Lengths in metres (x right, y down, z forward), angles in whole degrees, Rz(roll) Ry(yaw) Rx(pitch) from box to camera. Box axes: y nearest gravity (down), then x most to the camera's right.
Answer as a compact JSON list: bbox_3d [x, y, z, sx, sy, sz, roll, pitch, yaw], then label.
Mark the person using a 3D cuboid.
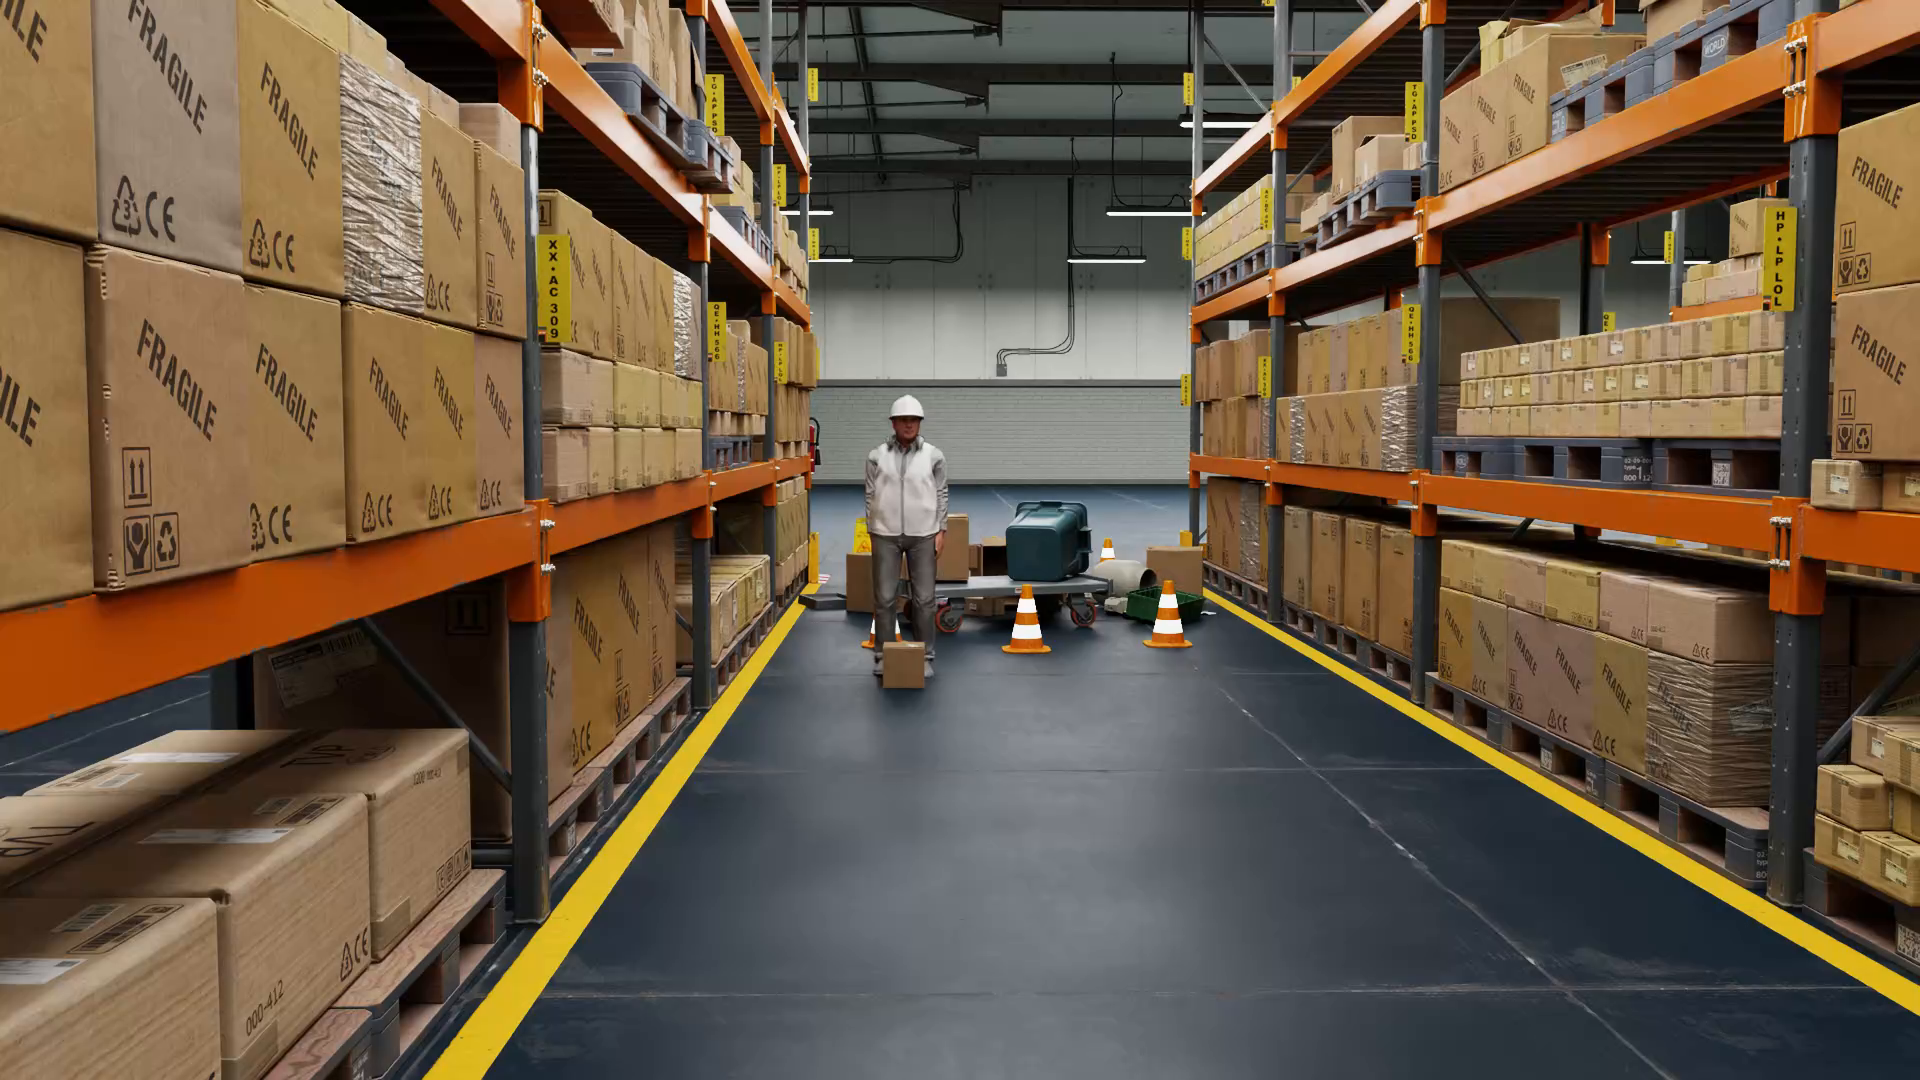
[{"bbox_3d":[-0.336,-0.017,10.518,0.532,1.789,0.359,0,4,0],"label":"person"}]
